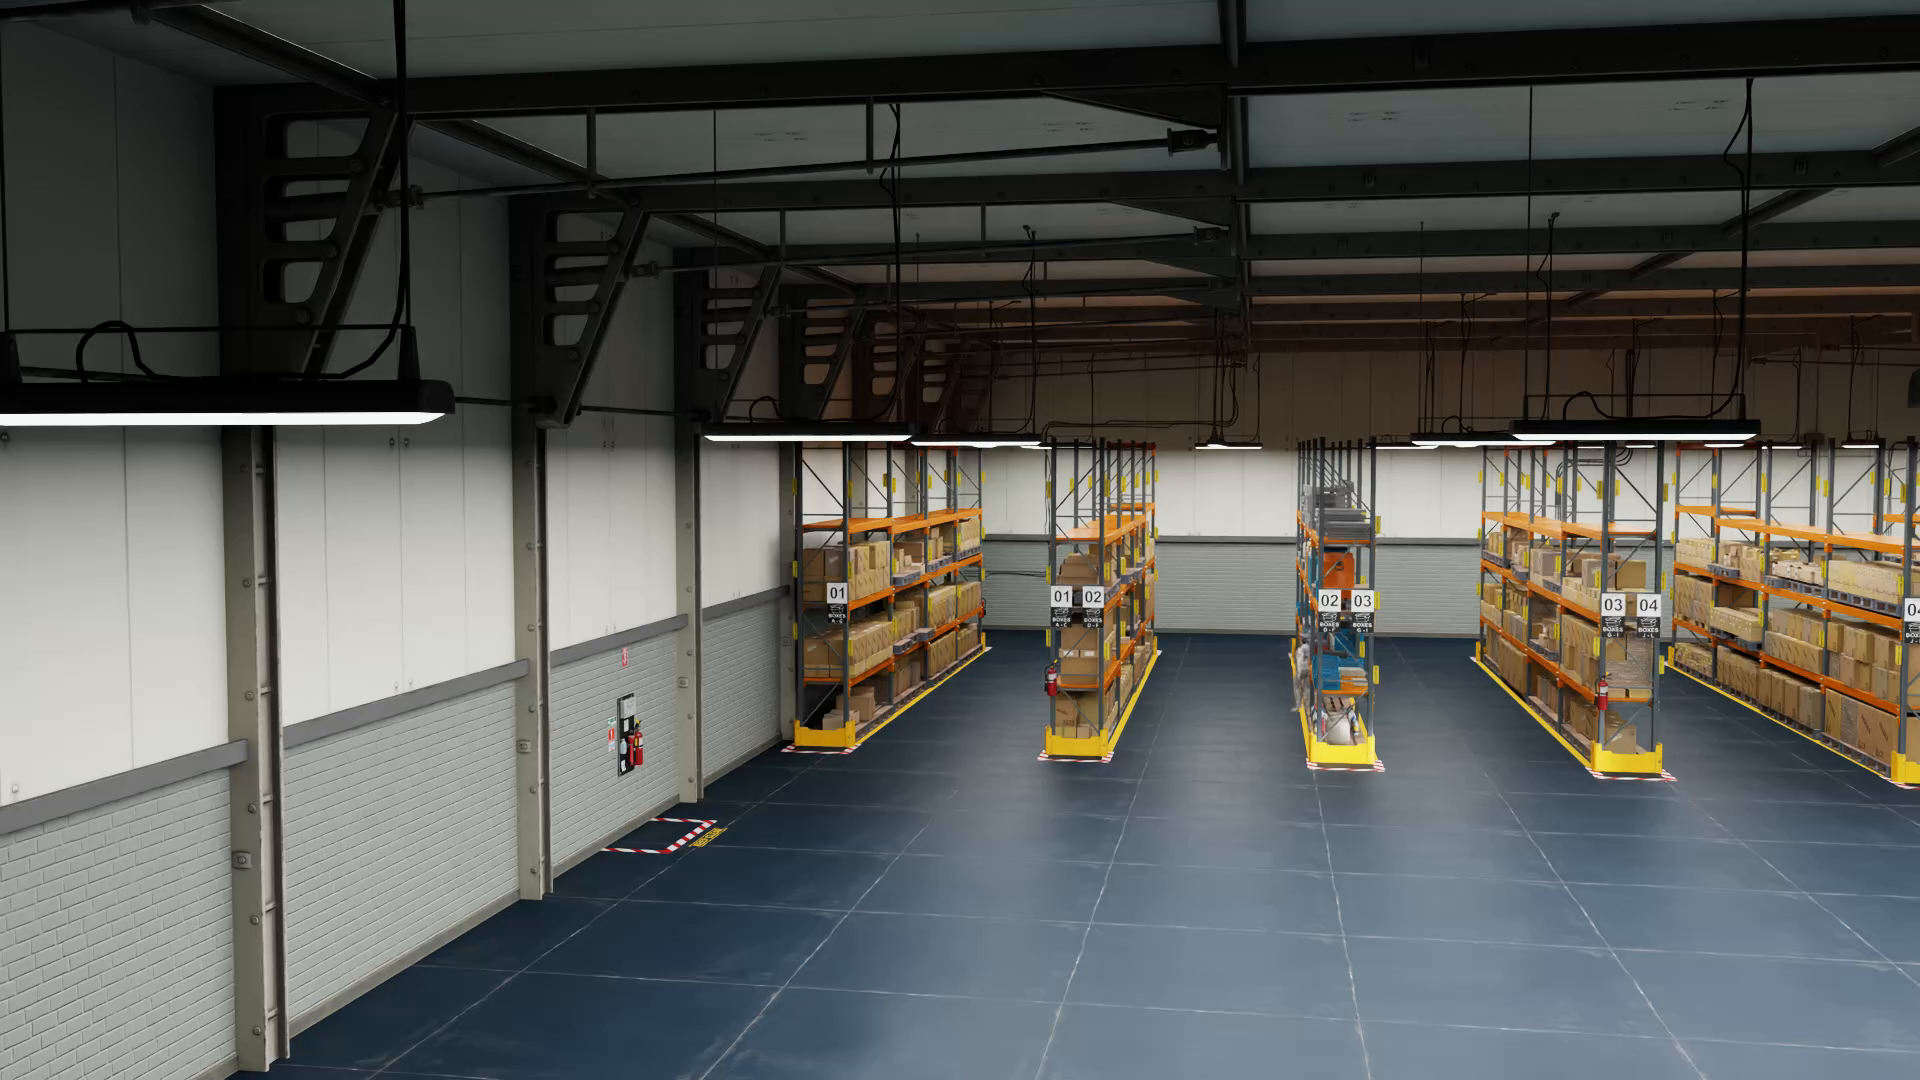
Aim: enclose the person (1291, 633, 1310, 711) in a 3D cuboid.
[{"bbox_3d":[7.490,2.885,35.990,0.500,1.714,0.542,-1,3,-22],"label":"person"}]
